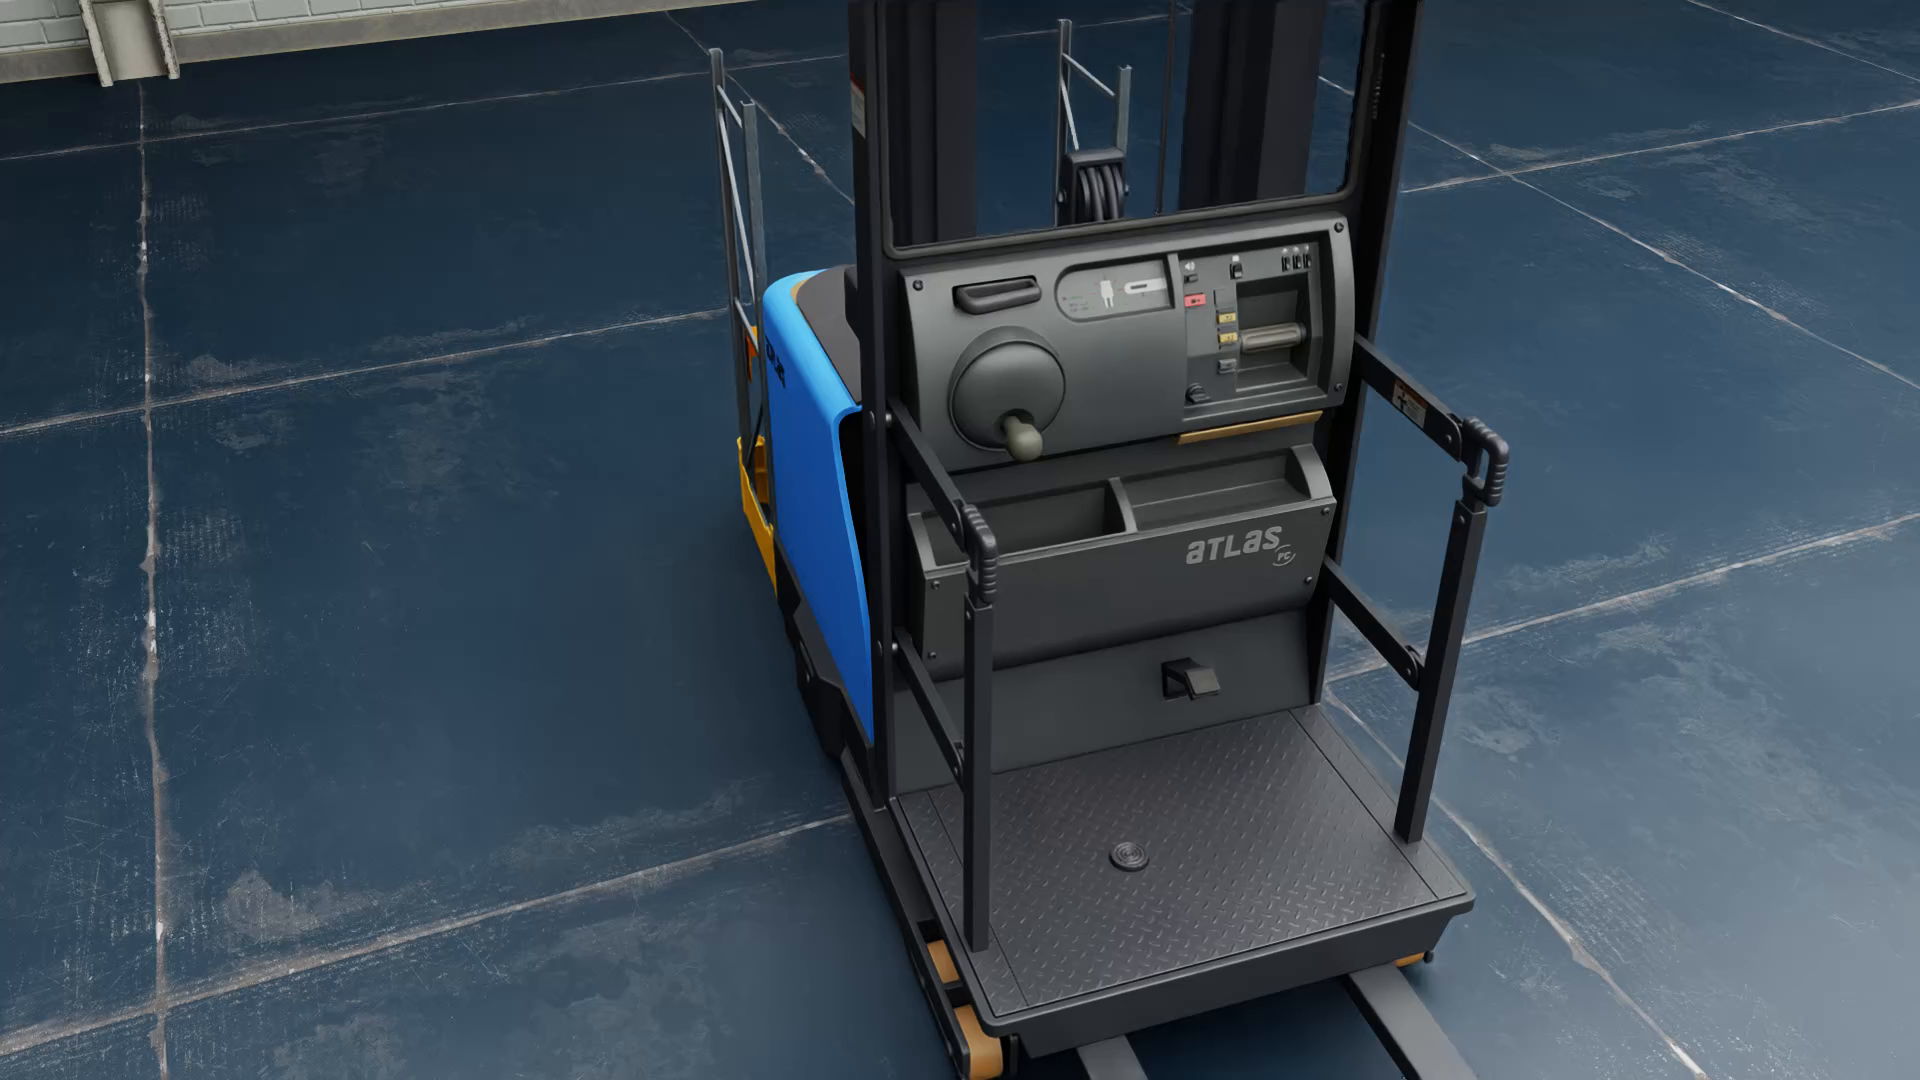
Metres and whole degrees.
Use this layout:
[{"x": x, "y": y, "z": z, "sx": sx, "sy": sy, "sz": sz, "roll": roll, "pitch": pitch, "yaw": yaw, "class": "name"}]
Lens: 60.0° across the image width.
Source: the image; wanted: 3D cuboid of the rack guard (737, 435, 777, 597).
[{"x": -0.585, "y": -0.074, "z": 5.135, "sx": 0.087, "sy": 0.250, "sz": 0.587, "roll": -10, "pitch": 34, "yaw": -14, "class": "rack guard"}]

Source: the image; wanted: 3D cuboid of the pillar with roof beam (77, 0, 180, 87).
[{"x": -2.875, "y": -4.189, "z": 3.437, "sx": 0.400, "sy": 9.000, "sz": 9.100, "roll": -13, "pitch": 35, "yaw": -19, "class": "pillar with roof beam"}]

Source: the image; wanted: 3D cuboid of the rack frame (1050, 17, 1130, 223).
[{"x": 0.367, "y": -0.760, "z": 5.042, "sx": 0.032, "sy": 1.500, "sz": 0.500, "roll": -10, "pitch": 34, "yaw": -14, "class": "rack frame"}]

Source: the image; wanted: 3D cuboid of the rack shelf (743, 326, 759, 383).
[{"x": -0.119, "y": -0.527, "z": 5.014, "sx": 1.000, "sy": 0.185, "sz": 0.538, "roll": -10, "pitch": 34, "yaw": -14, "class": "rack shelf"}]

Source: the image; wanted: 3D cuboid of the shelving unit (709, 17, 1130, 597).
[{"x": -0.110, "y": -0.679, "z": 4.918, "sx": 1.083, "sy": 1.500, "sz": 0.587, "roll": -10, "pitch": 34, "yaw": -14, "class": "shelving unit"}]

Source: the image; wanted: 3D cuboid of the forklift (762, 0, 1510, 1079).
[{"x": 0.417, "y": -0.340, "z": 3.084, "sx": 1.130, "sy": 2.935, "sz": 3.031, "roll": -10, "pitch": 34, "yaw": -15, "class": "forklift"}]

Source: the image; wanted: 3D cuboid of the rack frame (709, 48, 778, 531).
[{"x": -0.604, "y": -0.595, "z": 4.789, "sx": 0.032, "sy": 1.500, "sz": 0.500, "roll": -10, "pitch": 34, "yaw": -14, "class": "rack frame"}]
